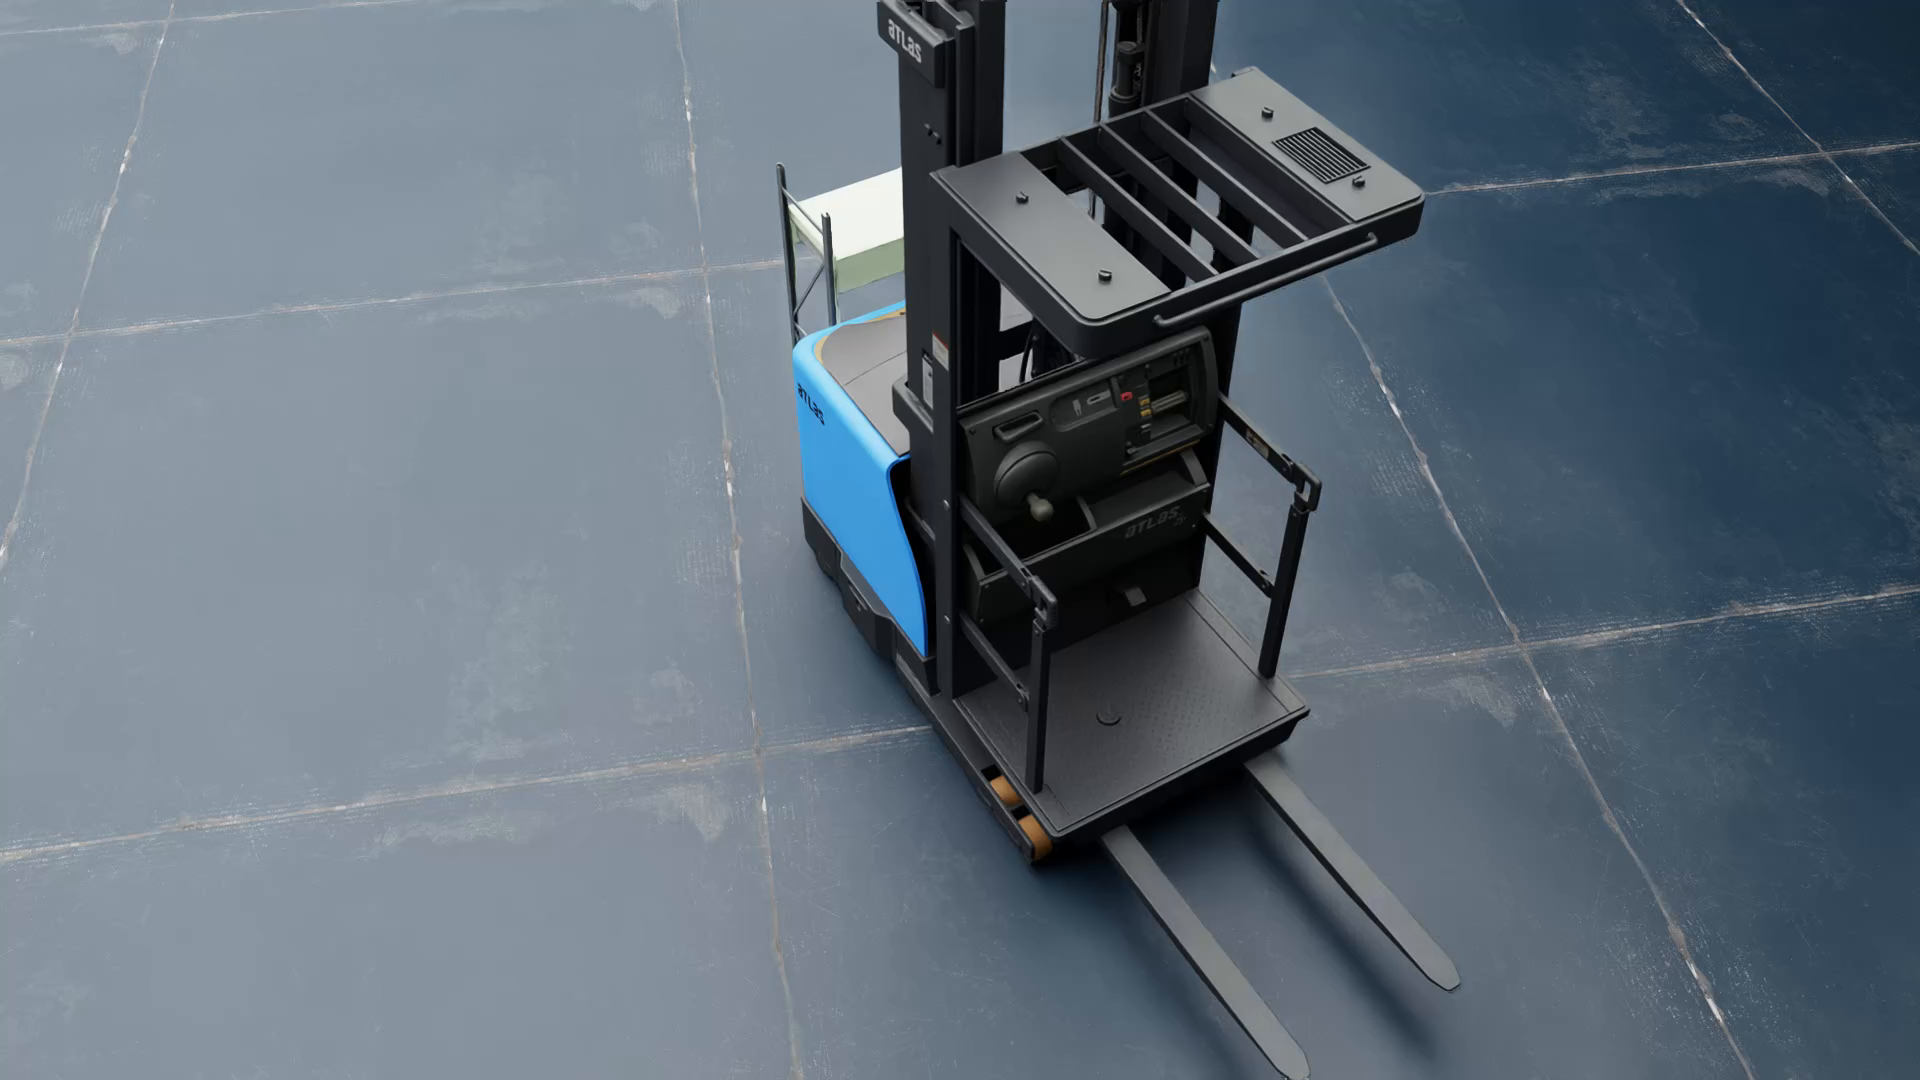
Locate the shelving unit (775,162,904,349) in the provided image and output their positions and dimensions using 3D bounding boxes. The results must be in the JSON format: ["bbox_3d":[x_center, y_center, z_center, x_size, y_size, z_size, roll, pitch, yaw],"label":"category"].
[{"bbox_3d":[-0.264,-0.902,6.771,0.755,1.500,0.431,-23,50,-21],"label":"shelving unit"}]

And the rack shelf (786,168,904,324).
[{"bbox_3d":[-0.264,-1.173,6.490,0.720,0.370,0.431,-23,50,-21],"label":"rack shelf"}]

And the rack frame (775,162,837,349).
[{"bbox_3d":[-0.578,-0.766,6.640,0.023,1.500,0.400,-23,50,-21],"label":"rack frame"}]

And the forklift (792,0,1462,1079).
[{"bbox_3d":[0.540,-0.274,5.172,1.130,2.935,3.031,-23,50,-21],"label":"forklift"}]
